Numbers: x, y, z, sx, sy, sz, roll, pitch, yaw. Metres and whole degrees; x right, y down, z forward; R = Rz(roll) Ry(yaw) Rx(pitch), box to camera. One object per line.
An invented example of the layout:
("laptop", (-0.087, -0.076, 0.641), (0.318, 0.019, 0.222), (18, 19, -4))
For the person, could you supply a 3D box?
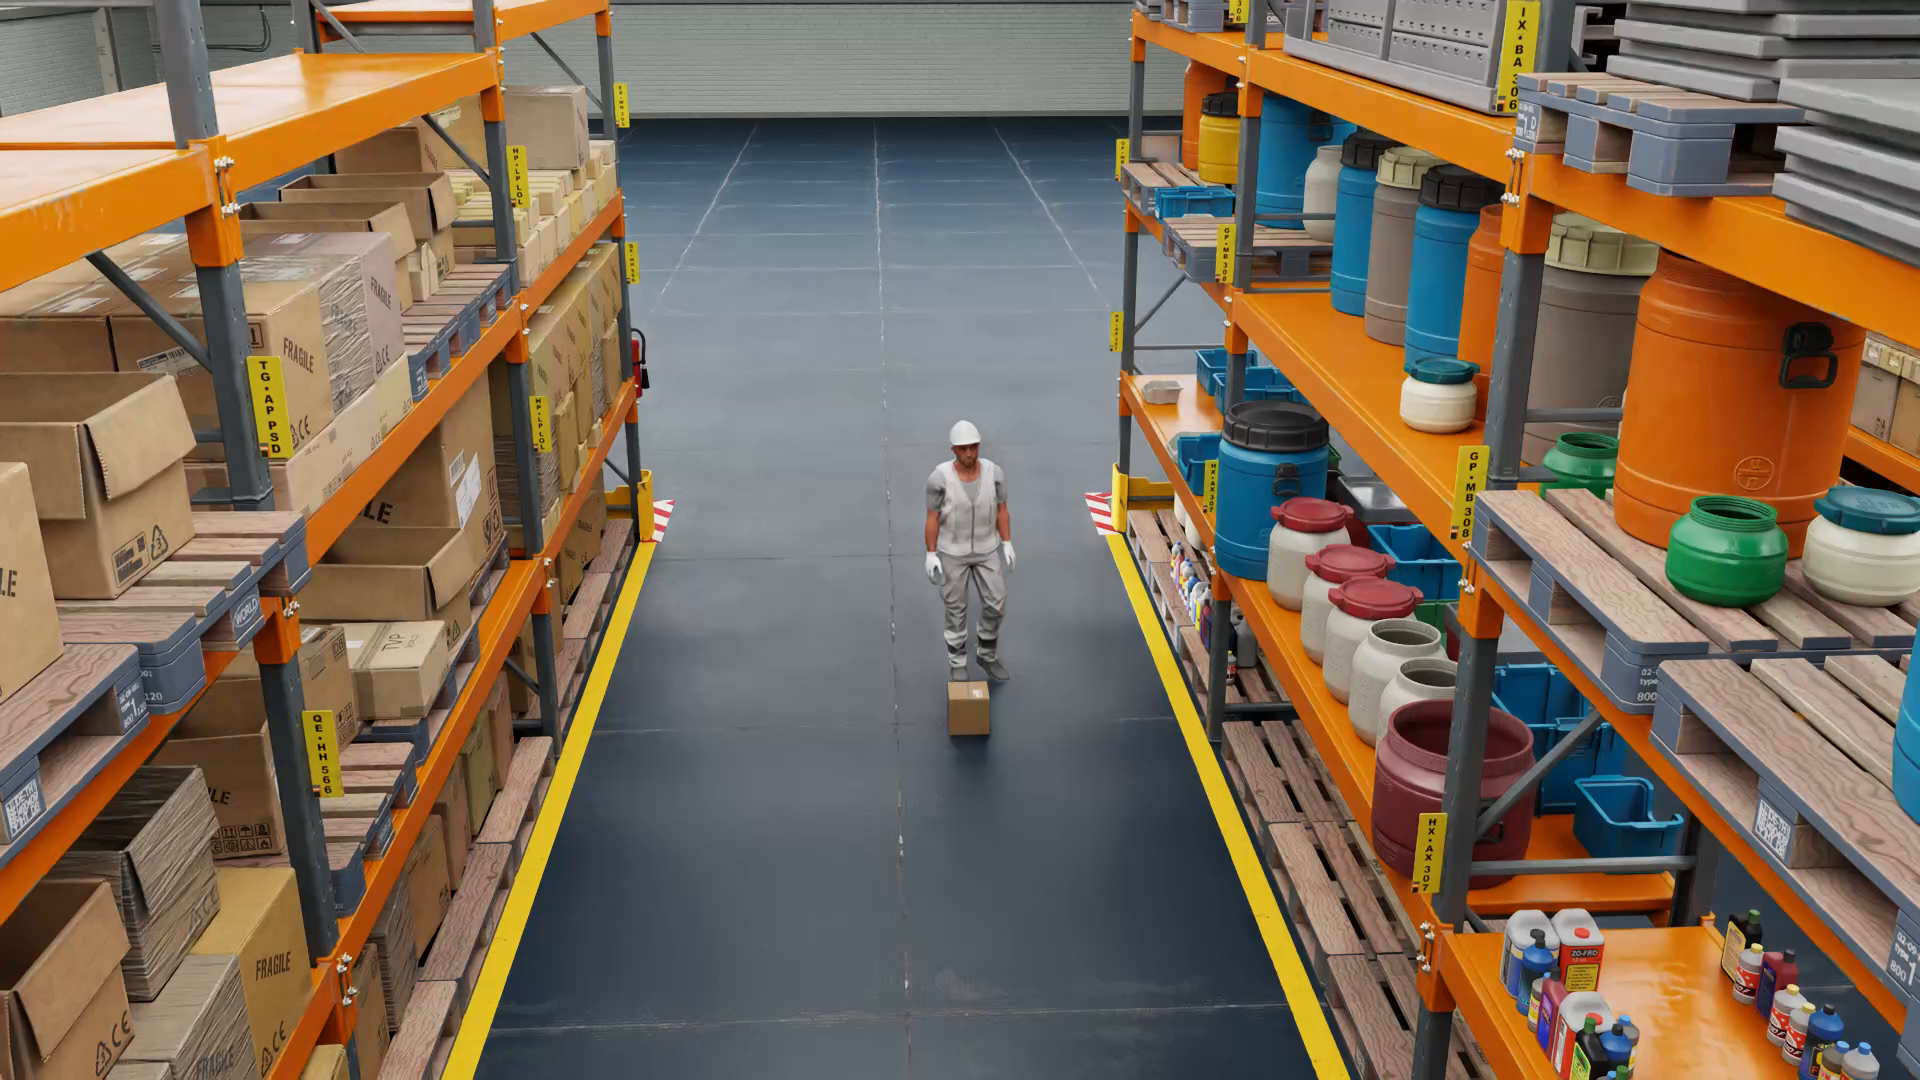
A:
("person", (0.064, 0.100, 10.762), (0.609, 1.822, 0.373), (-5, 21, -13))
